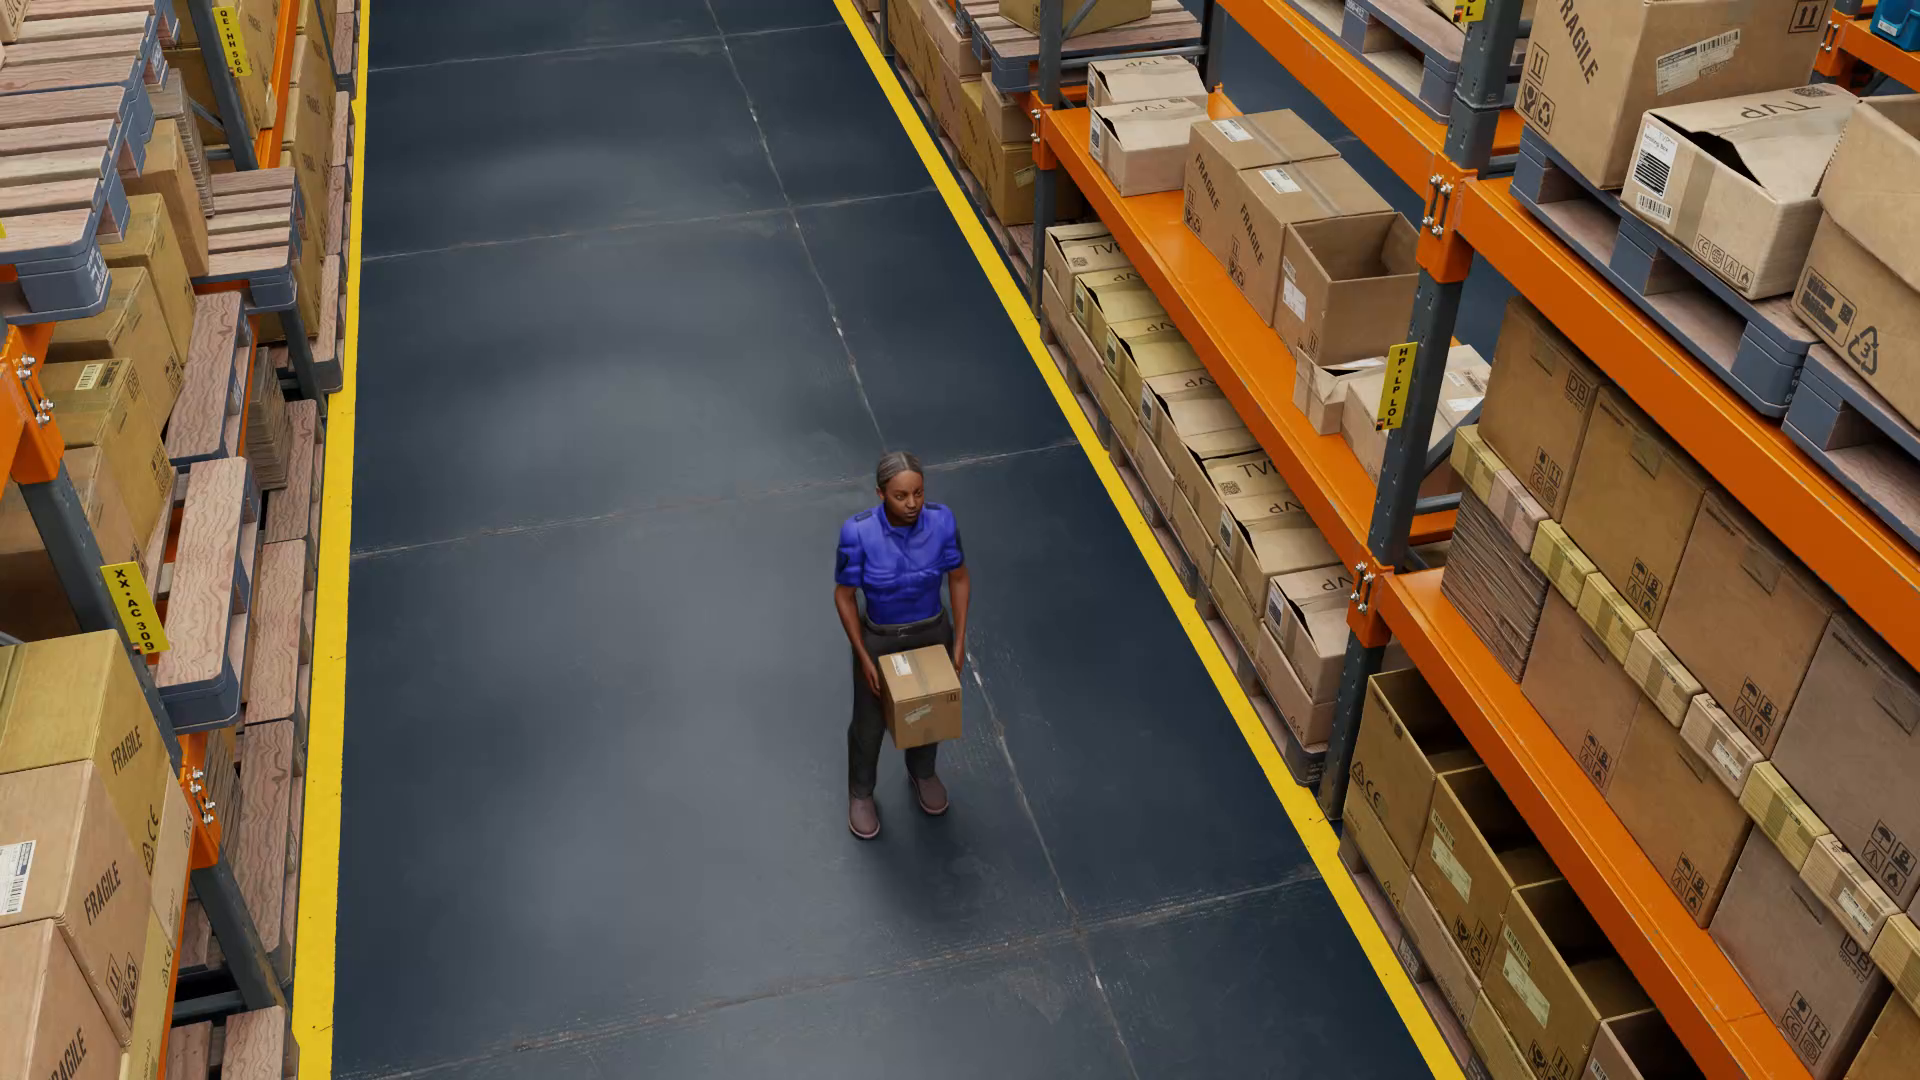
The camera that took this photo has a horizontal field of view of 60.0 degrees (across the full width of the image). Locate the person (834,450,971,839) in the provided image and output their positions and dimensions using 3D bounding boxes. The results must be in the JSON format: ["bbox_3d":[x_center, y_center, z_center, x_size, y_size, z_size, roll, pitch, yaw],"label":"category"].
[{"bbox_3d":[-0.205,0.402,6.207,0.530,1.658,0.389,-10,39,-12],"label":"person"}]
